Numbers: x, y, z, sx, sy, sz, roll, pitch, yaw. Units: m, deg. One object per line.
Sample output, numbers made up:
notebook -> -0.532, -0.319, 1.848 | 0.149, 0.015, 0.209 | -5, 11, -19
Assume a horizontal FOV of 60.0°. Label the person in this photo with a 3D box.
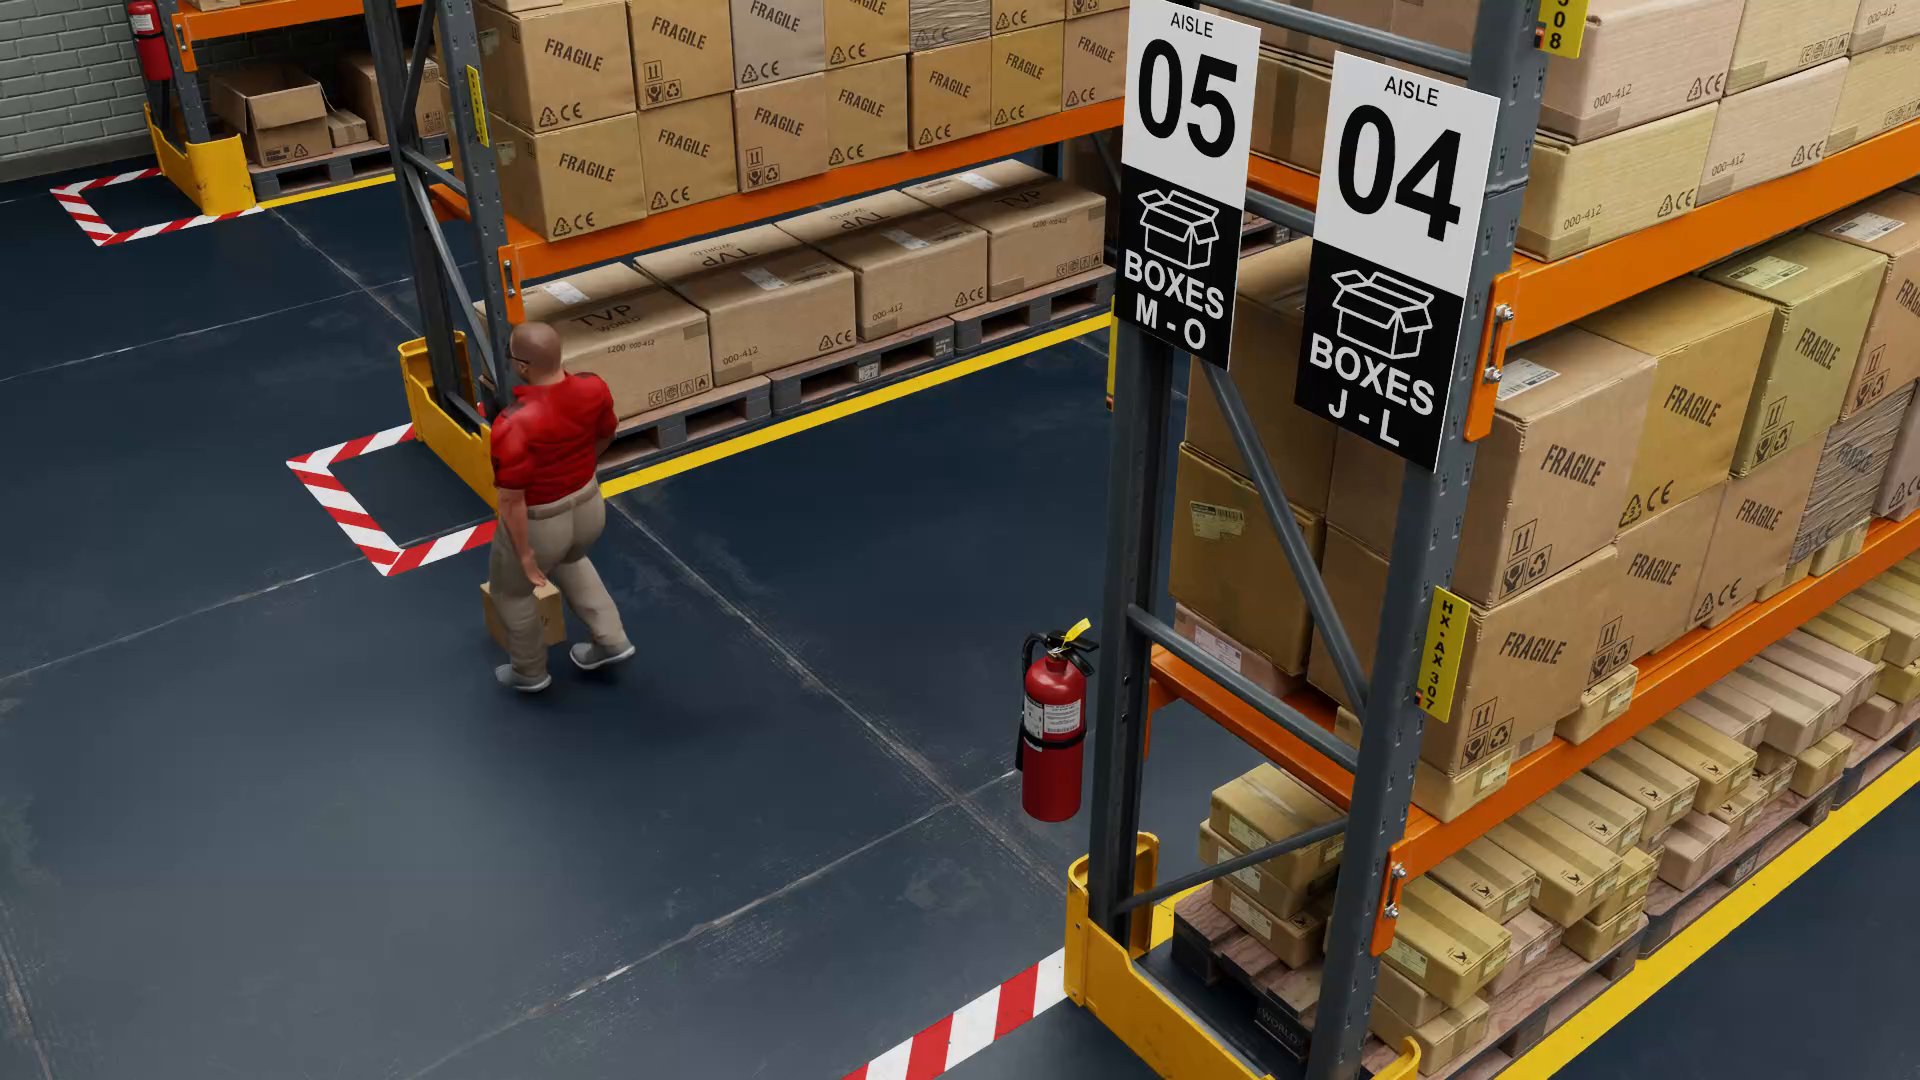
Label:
person -> -1.628, -0.106, 6.408 | 0.635, 1.739, 0.590 | 23, 39, 32
